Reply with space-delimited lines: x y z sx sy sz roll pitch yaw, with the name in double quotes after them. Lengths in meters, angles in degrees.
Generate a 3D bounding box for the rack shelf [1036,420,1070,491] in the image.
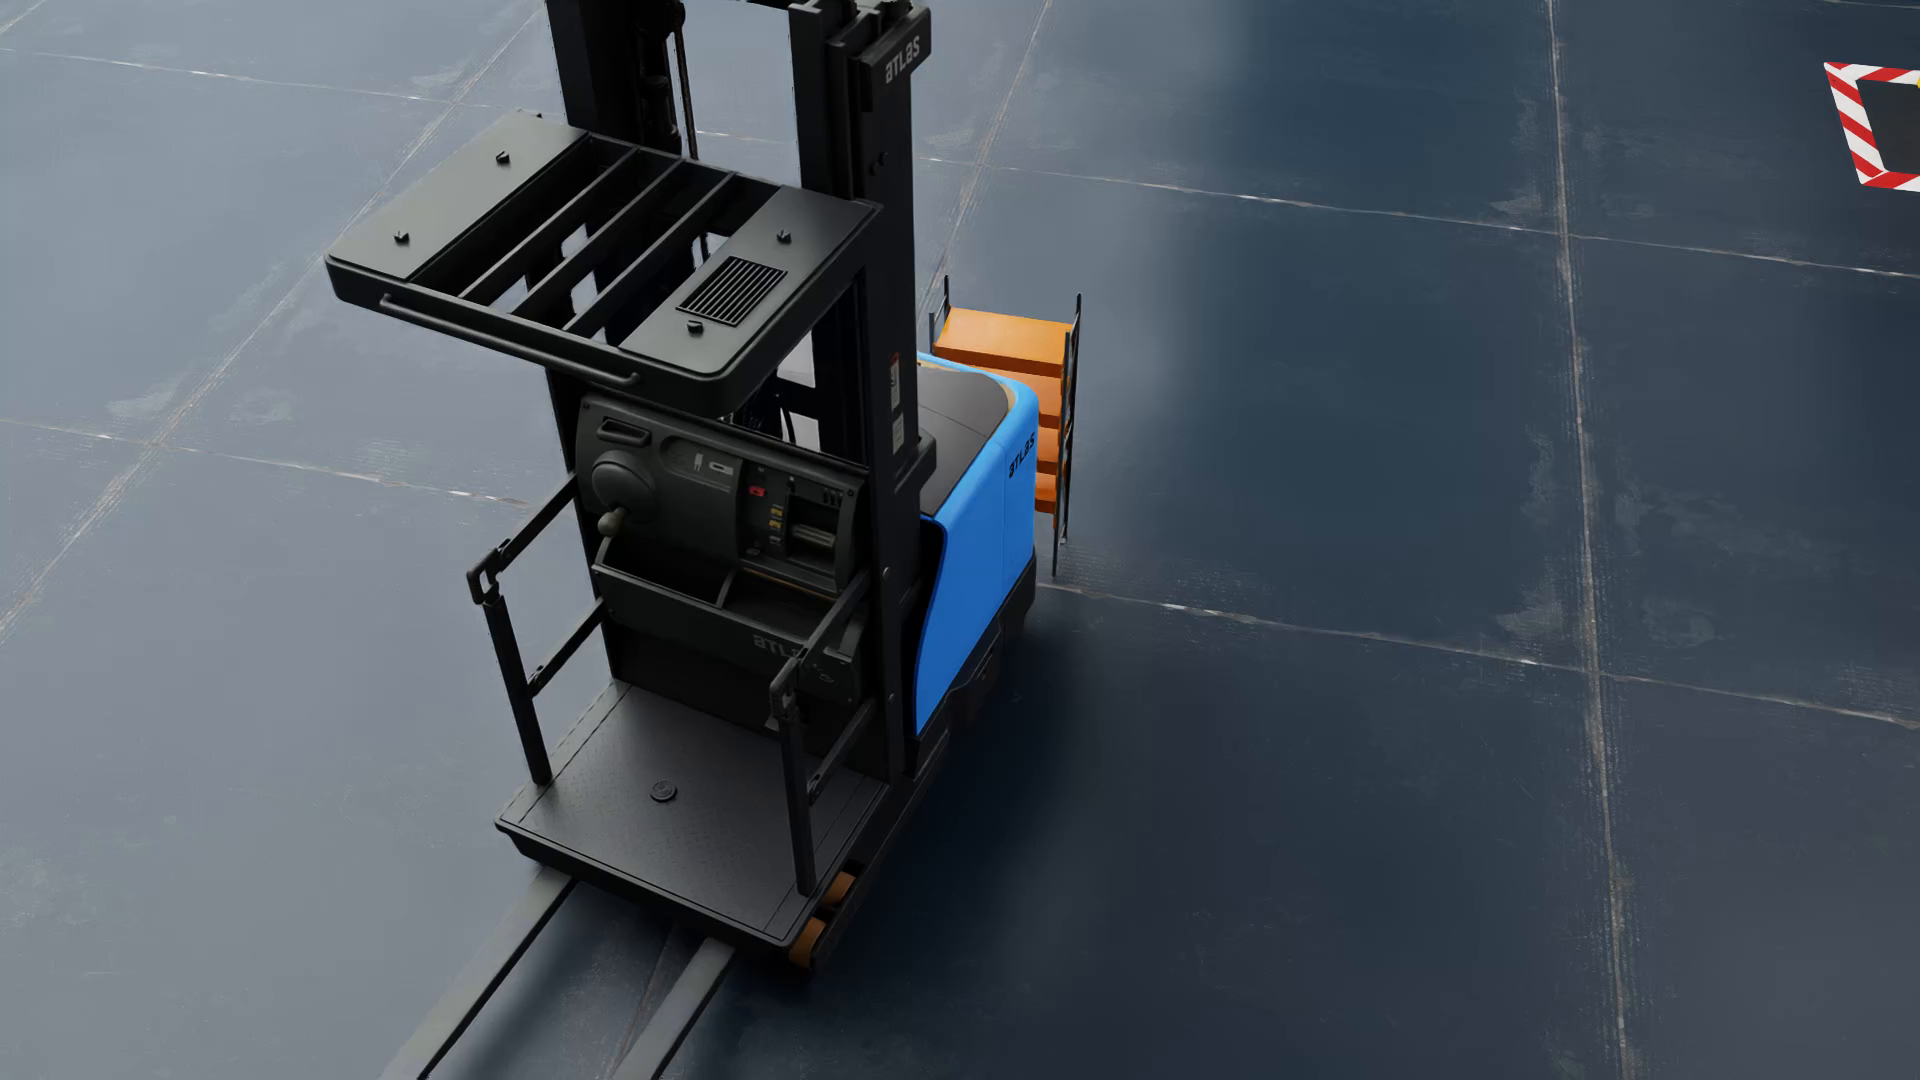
0.163 -0.361 6.356 0.480 0.148 0.258 9 45 10 "rack shelf"

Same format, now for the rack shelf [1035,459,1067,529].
0.163 -0.217 6.494 0.480 0.148 0.258 9 45 10 "rack shelf"

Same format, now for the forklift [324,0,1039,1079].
-0.802 -0.038 4.675 1.130 2.935 3.031 18 47 18 "forklift"

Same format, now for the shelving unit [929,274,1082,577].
0.163 -0.409 6.310 0.503 1.200 0.258 9 45 10 "shelving unit"

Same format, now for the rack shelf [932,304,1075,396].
0.163 -0.692 6.037 0.480 0.148 0.258 9 45 10 "rack shelf"

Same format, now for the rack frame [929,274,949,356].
-0.074 -0.449 6.351 0.015 1.200 0.240 9 45 10 "rack frame"

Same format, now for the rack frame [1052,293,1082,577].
0.401 -0.369 6.269 0.015 1.200 0.240 9 45 10 "rack frame"

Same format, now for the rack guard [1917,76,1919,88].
5.492 -2.399 8.881 0.348 0.500 1.175 9 45 9 "rack guard"

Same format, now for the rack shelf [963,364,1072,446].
0.163 -0.522 6.201 0.480 0.148 0.258 9 45 10 "rack shelf"
